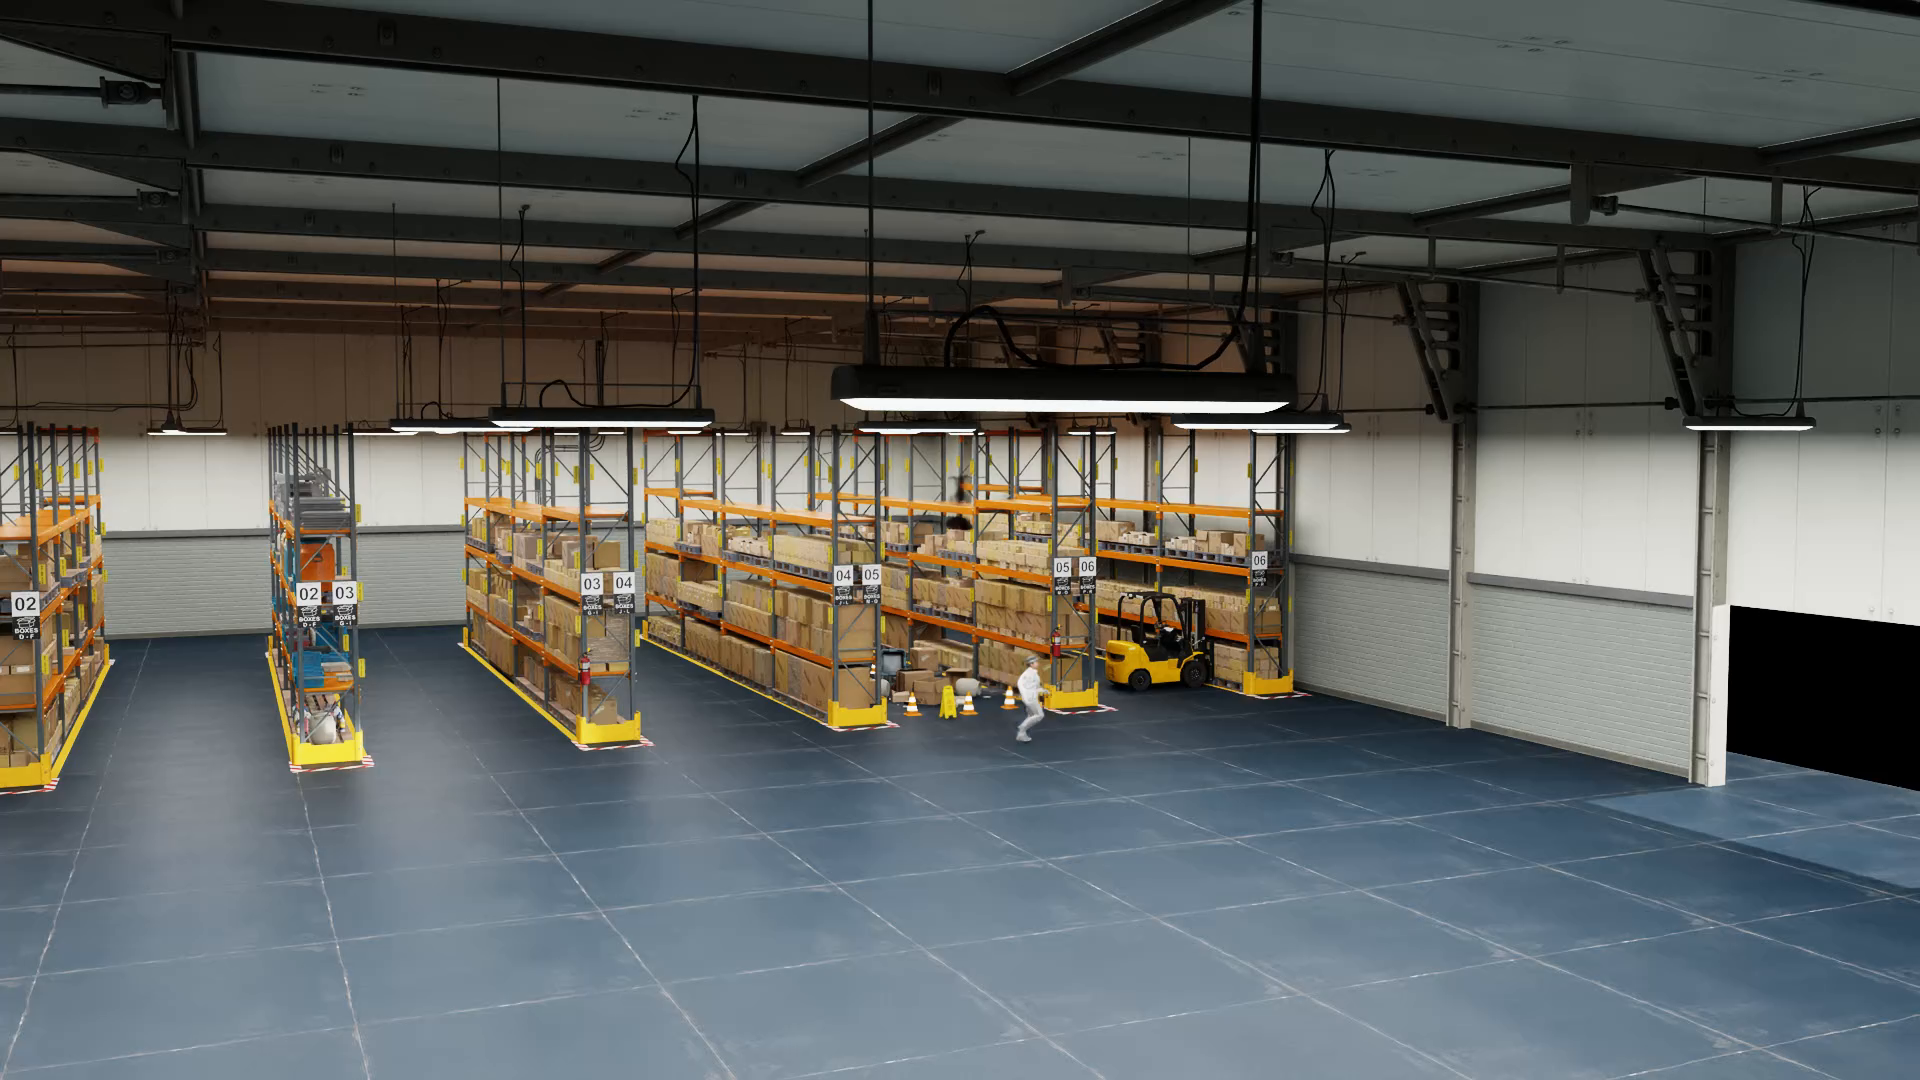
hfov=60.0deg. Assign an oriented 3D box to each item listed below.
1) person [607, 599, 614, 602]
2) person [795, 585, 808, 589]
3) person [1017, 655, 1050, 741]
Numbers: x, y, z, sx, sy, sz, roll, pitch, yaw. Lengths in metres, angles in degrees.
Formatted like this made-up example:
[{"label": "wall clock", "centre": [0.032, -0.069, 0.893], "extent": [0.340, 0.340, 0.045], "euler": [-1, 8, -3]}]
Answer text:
[{"label": "person", "centre": [-9.709, 2.083, 46.106], "extent": [0.622, 1.679, 0.903], "euler": [-1, 4, -13]}, {"label": "person", "centre": [-4.762, 1.749, 50.817], "extent": [0.918, 1.764, 0.711], "euler": [-2, 4, -31]}, {"label": "person", "centre": [1.374, 2.980, 31.343], "extent": [0.631, 1.635, 0.599], "euler": [1, 4, 14]}]
